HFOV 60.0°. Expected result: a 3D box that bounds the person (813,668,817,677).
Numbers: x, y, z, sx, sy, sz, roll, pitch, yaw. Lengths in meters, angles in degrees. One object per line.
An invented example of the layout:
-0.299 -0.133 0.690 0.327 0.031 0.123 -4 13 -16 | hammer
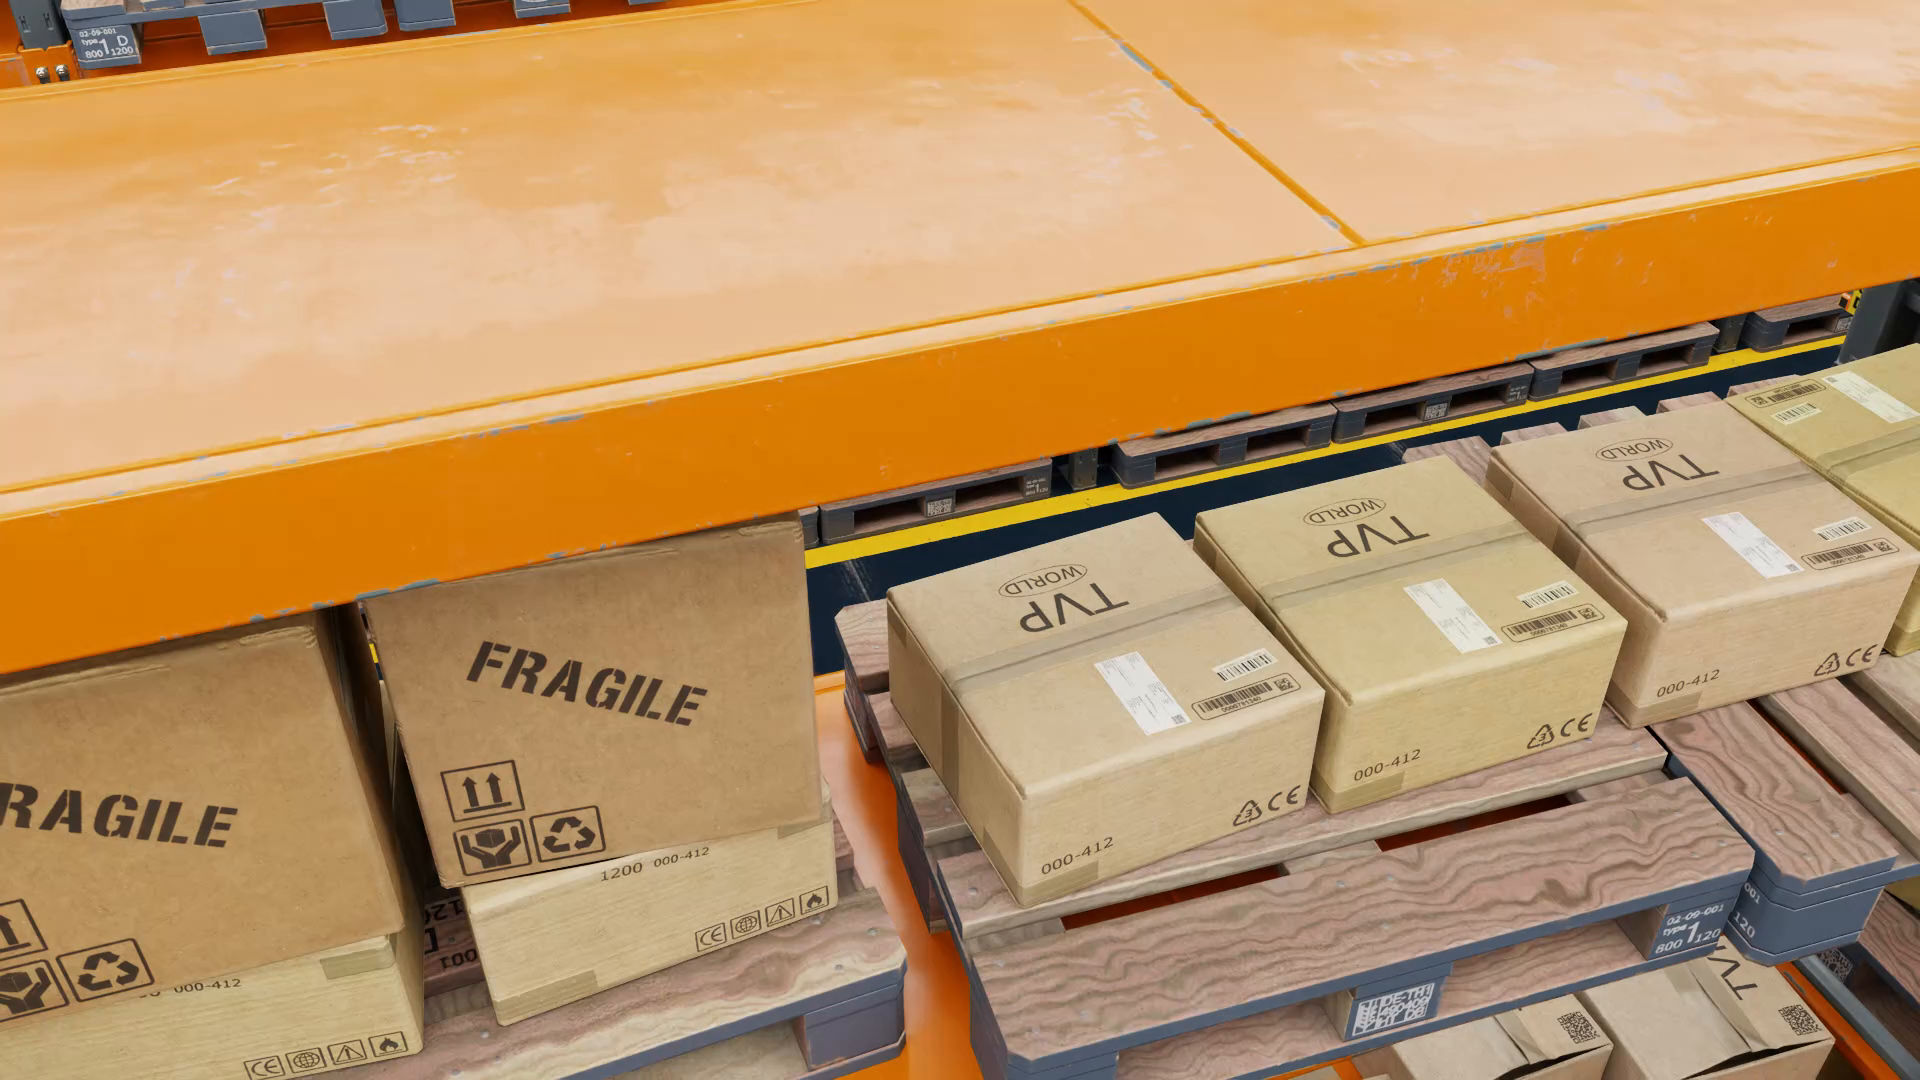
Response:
-0.988 0.712 6.607 0.912 0.896 0.582 -13 39 -16 | person
